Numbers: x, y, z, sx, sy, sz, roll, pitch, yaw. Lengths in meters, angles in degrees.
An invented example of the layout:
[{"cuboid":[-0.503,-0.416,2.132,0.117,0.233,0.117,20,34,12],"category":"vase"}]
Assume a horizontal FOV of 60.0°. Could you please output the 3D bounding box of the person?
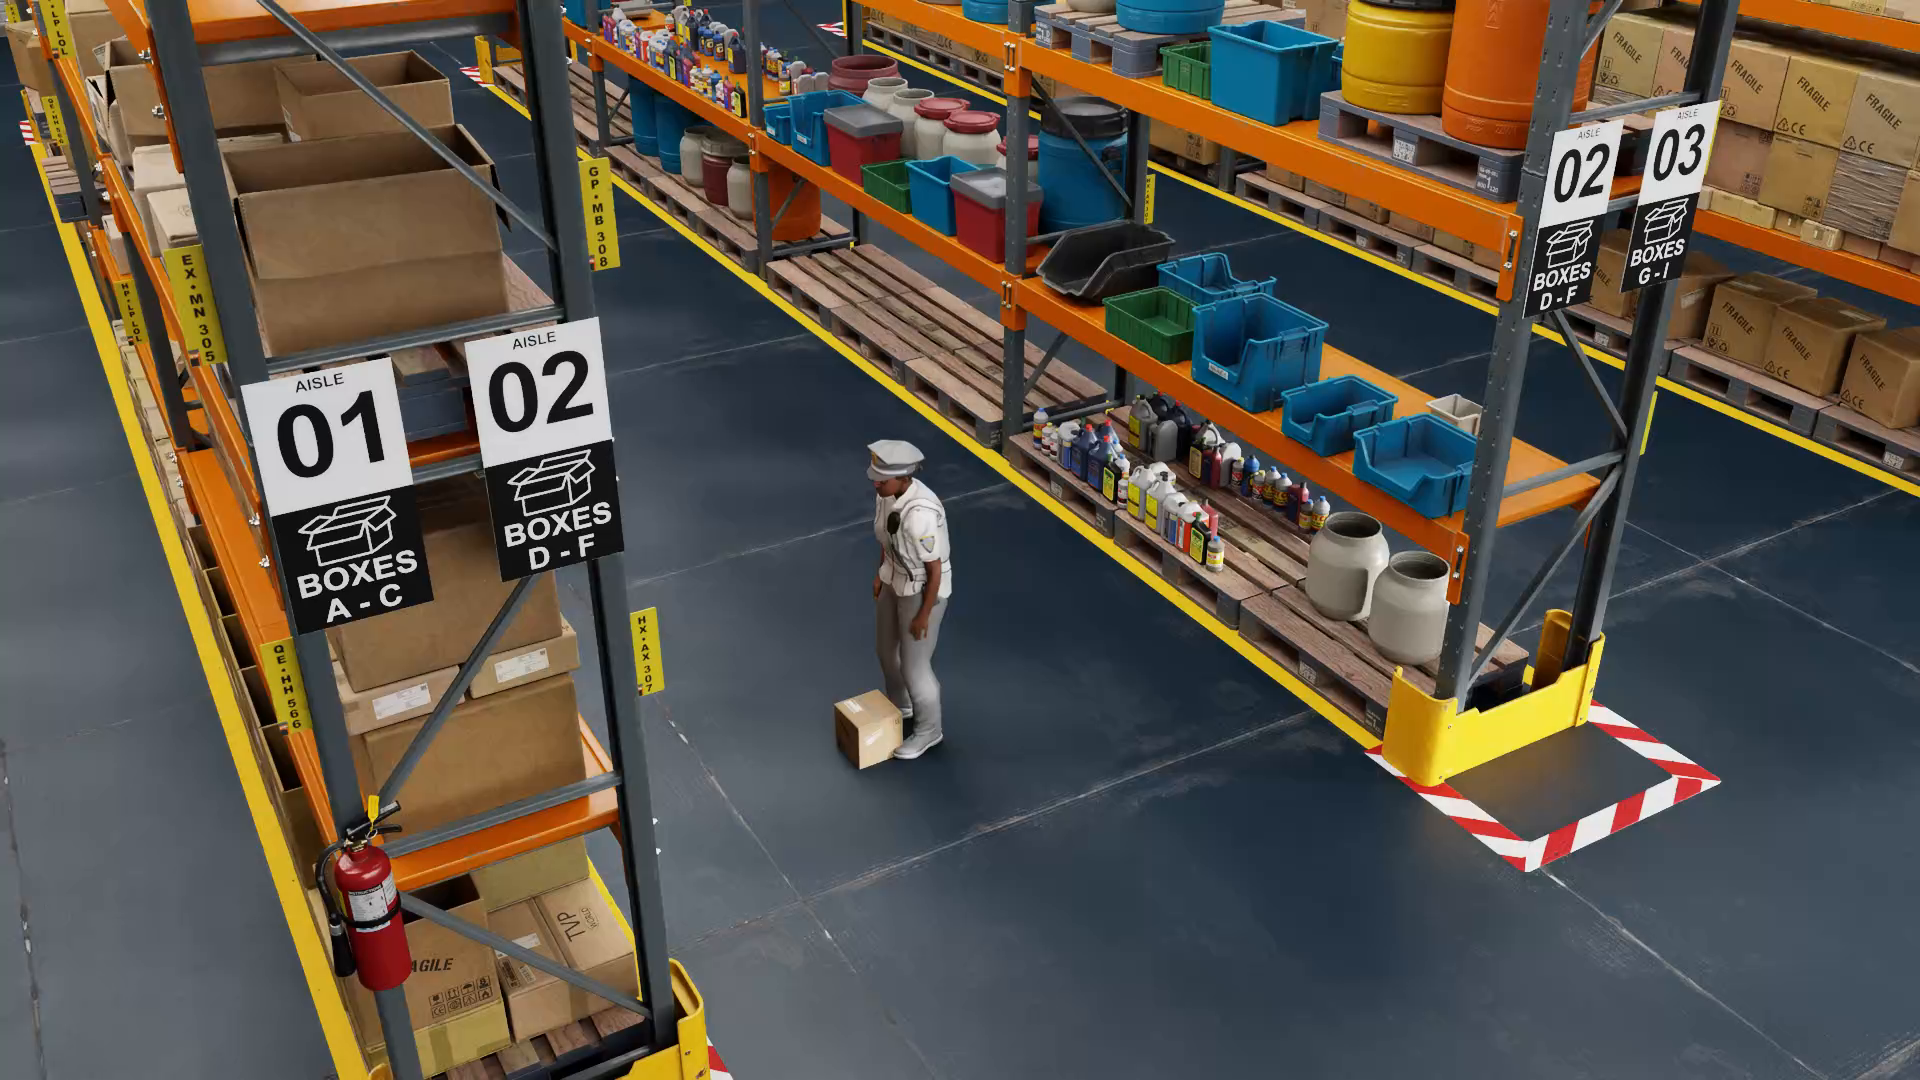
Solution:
[{"cuboid":[-0.260,0.265,8.080,0.392,1.660,0.506,-16,33,-26],"category":"person"}]
